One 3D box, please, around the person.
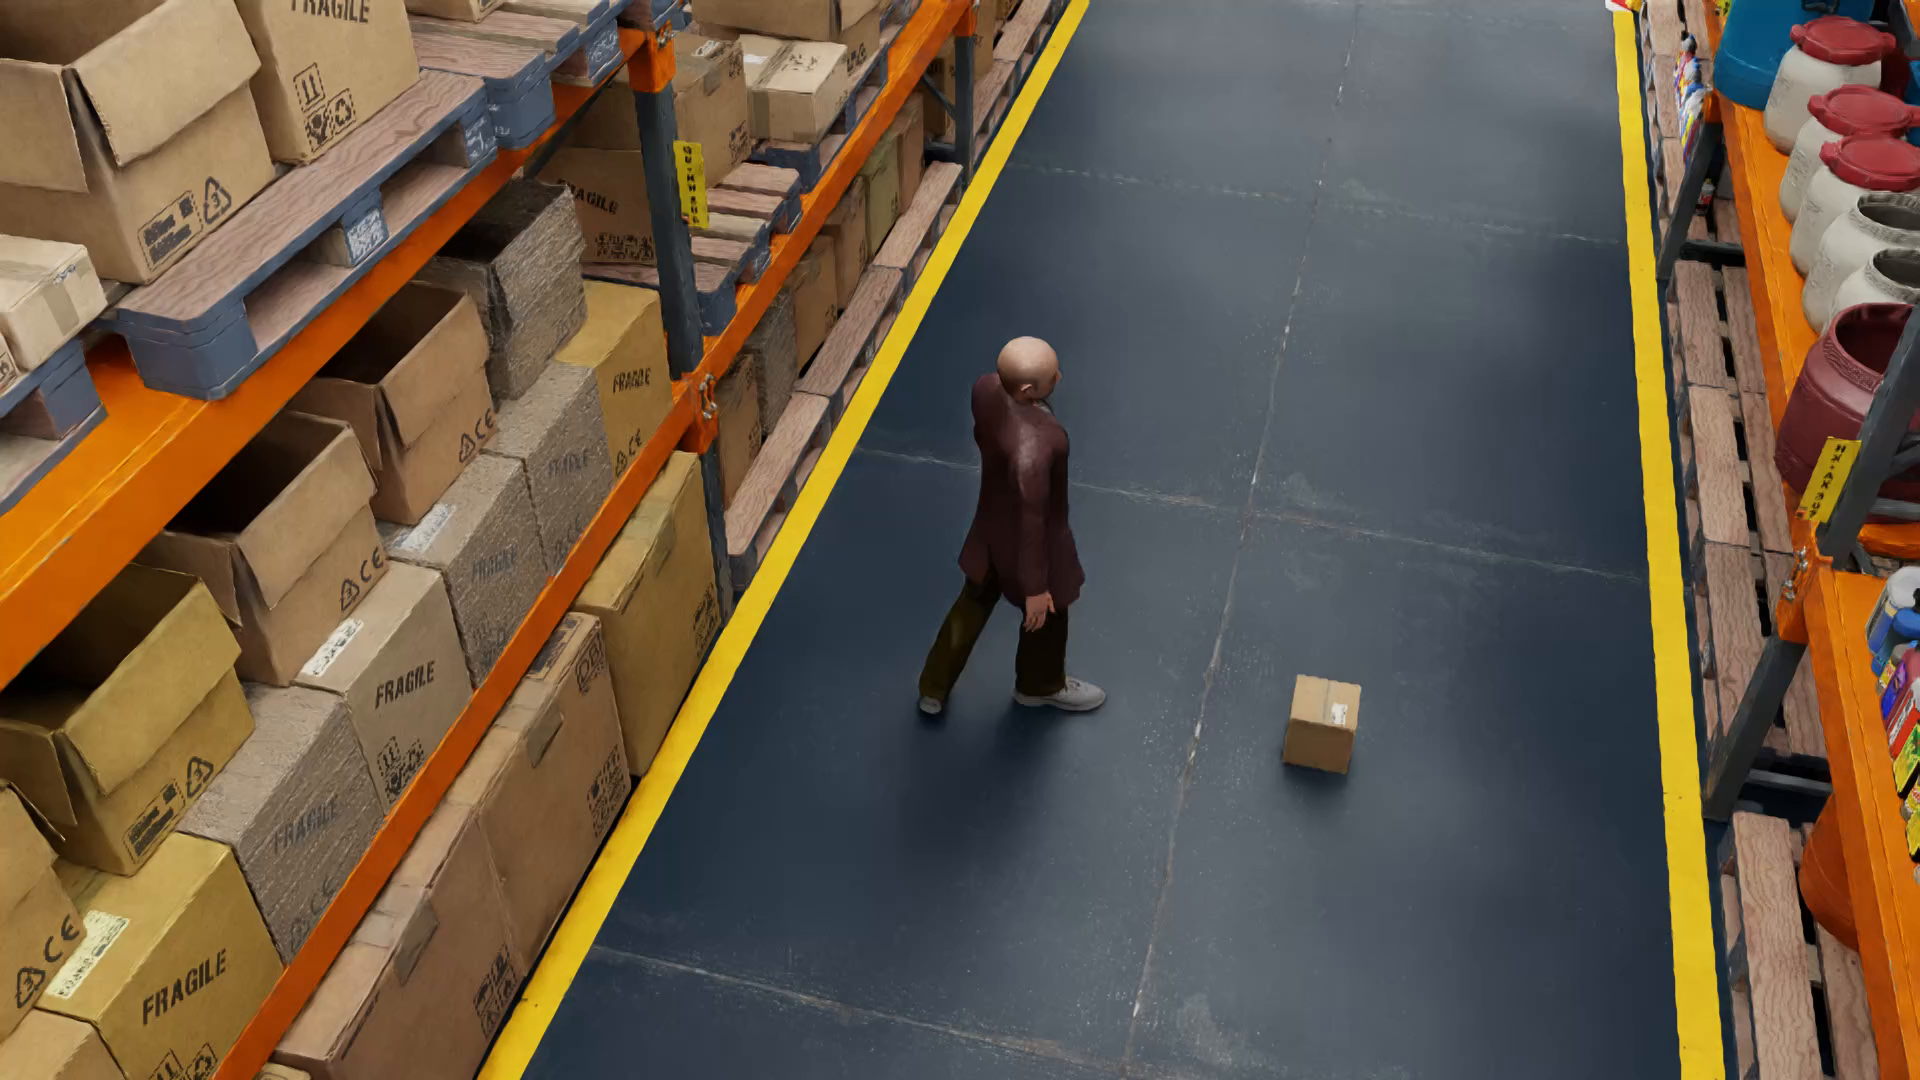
[{"bbox_3d":[0.198,-0.006,6.179,0.729,1.771,0.689,-16,43,-18],"label":"person"}]
